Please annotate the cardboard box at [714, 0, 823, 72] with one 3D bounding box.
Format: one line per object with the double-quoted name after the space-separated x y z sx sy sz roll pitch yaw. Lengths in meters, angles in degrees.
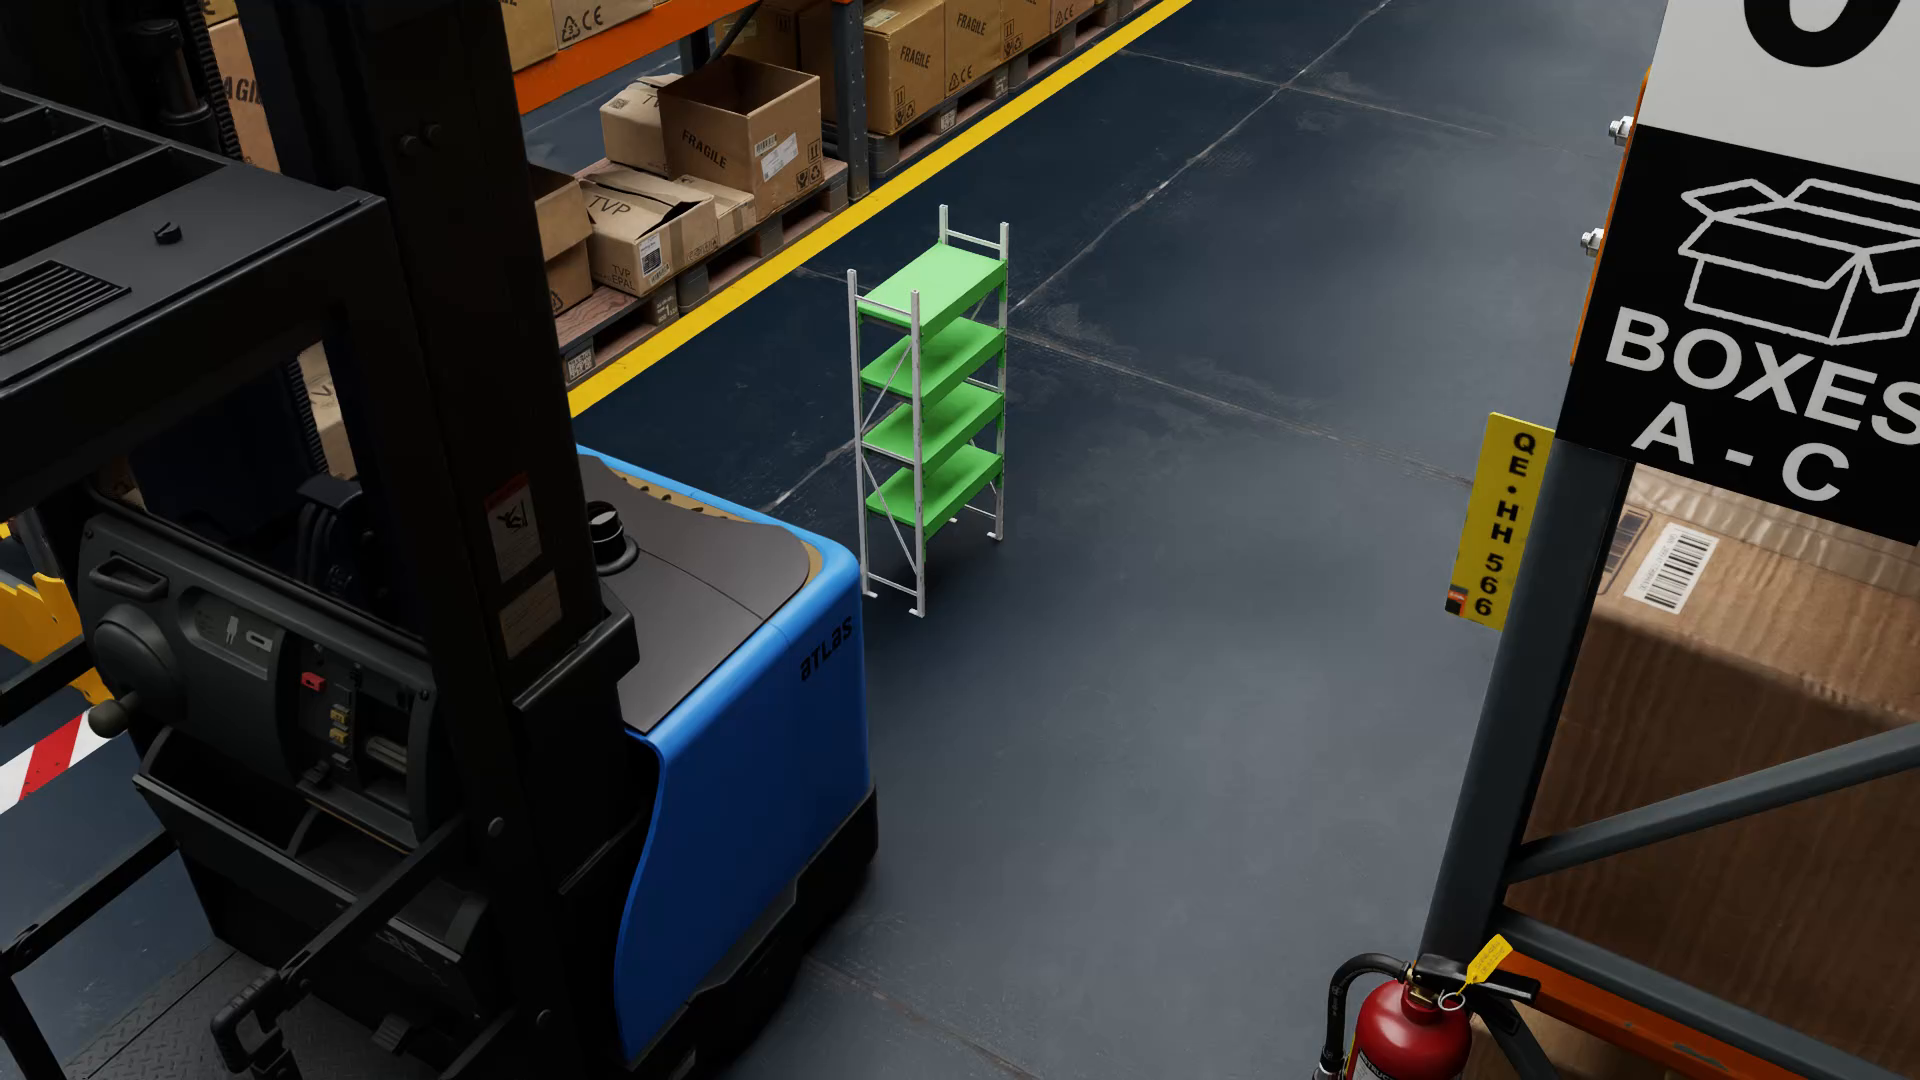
-0.858 -2.492 8.212 0.500 0.500 0.500 21 42 25 "cardboard box"

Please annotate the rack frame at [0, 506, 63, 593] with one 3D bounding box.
-3.024 -0.897 4.457 1.000 3.000 0.127 21 42 25 "rack frame"

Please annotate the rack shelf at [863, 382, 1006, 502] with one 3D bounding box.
-0.089 -0.339 5.312 0.258 0.148 0.480 21 42 25 "rack shelf"

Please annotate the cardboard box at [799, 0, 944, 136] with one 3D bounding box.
-0.416 -2.313 7.981 0.500 0.500 0.500 19 42 23 "cardboard box"

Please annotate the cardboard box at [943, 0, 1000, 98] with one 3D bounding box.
-0.139 -2.592 8.342 0.500 0.500 0.500 22 43 26 "cardboard box"

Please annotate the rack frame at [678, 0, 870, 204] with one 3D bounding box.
-0.881 -2.959 7.132 1.000 3.000 0.127 21 42 25 "rack frame"

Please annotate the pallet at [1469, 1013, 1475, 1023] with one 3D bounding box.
1.523 1.388 3.777 1.003 0.211 1.213 21 42 25 "pallet"

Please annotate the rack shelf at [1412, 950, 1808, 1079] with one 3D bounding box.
2.233 -0.025 3.915 1.077 0.370 4.000 21 42 25 "rack shelf"

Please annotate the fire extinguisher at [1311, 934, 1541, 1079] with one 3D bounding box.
0.691 0.826 2.590 0.296 0.674 0.183 21 42 25 "fire extinguisher"

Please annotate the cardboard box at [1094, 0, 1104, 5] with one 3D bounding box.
0.682 -3.380 9.365 0.500 0.500 0.500 20 42 24 "cardboard box"

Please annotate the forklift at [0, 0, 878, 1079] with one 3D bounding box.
-1.410 0.335 2.915 1.130 2.935 3.031 20 42 24 "forklift"

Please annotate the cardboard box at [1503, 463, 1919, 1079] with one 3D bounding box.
1.426 0.336 2.611 0.980 0.700 0.700 23 43 27 "cardboard box"

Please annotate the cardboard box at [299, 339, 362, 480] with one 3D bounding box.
-2.225 -0.428 5.740 0.500 0.250 0.500 21 42 25 "cardboard box"

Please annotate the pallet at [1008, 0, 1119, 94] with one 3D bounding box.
0.176 -2.918 9.362 1.003 0.211 1.213 21 42 25 "pallet"

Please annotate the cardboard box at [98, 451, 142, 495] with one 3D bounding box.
-2.940 -0.442 5.554 0.500 0.500 0.500 21 42 25 "cardboard box"

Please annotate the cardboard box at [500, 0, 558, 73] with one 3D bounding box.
-1.751 -1.862 5.627 0.500 0.500 0.500 22 43 26 "cardboard box"

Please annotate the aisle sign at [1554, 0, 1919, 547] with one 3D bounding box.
0.869 -0.369 1.643 0.394 0.787 0.004 21 42 25 "aisle sign"

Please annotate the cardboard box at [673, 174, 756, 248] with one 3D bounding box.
-1.097 -1.405 7.090 0.380 0.149 0.250 21 42 25 "cardboard box"

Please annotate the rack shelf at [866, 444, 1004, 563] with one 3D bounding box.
-0.089 -0.149 5.459 0.258 0.148 0.480 21 42 25 "rack shelf"

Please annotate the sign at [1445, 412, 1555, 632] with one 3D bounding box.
0.710 -0.016 2.171 0.100 0.325 0.005 21 42 25 "sign"

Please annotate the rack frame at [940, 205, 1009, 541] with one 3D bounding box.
0.042 -0.516 5.436 0.240 1.200 0.015 21 42 25 "rack frame"

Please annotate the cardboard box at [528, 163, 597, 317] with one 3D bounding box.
-1.883 -1.175 6.501 0.797 0.503 0.637 21 42 25 "cardboard box"

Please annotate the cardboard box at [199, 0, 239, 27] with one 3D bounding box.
-2.290 -1.747 4.659 0.500 0.500 0.500 22 43 26 "cardboard box"

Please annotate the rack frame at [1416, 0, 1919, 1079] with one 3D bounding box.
1.158 0.720 2.359 0.949 2.616 0.053 21 42 25 "rack frame"

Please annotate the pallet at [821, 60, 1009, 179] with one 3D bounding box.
-0.477 -2.287 8.543 1.003 0.211 1.213 21 42 25 "pallet"

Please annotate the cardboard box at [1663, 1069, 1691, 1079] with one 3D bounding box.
1.554 1.024 3.137 0.380 0.149 0.250 21 43 25 "cardboard box"

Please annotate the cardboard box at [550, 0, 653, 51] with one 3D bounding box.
-1.480 -2.125 5.968 0.500 0.500 0.500 22 43 26 "cardboard box"

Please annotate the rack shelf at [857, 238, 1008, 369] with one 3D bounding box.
-0.089 -0.719 5.019 0.258 0.148 0.480 21 42 25 "rack shelf"

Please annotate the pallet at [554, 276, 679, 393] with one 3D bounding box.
-1.902 -0.870 6.705 1.003 0.211 1.213 21 42 25 "pallet"

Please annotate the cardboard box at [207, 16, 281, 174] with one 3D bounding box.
-2.291 -1.347 4.959 0.500 0.500 0.500 21 42 25 "cardboard box"

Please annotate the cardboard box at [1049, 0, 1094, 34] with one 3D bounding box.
0.406 -3.107 9.011 0.500 0.500 0.500 20 42 23 "cardboard box"

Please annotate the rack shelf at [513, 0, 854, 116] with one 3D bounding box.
-1.952 -1.643 6.014 1.077 0.370 4.000 21 42 25 "rack shelf"

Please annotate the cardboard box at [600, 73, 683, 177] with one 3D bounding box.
-1.288 -1.923 7.630 0.500 0.311 0.500 21 42 25 "cardboard box"

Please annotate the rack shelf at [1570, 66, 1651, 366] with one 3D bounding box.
2.233 -1.213 2.999 1.077 0.370 4.000 21 42 25 "rack shelf"

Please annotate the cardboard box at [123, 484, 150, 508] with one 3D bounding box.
-2.509 -0.046 5.327 0.380 0.149 0.250 21 42 25 "cardboard box"

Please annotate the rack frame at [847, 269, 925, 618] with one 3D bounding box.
-0.219 -0.264 5.110 0.240 1.200 0.015 21 42 25 "rack frame"

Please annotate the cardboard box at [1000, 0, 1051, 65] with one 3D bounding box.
0.135 -2.847 8.673 0.500 0.500 0.500 22 43 26 "cardboard box"

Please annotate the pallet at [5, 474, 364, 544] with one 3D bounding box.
-2.557 -0.243 5.893 1.003 0.211 1.213 21 42 25 "pallet"

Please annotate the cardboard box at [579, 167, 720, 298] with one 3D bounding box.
-1.348 -1.296 6.816 0.500 0.311 0.500 21 42 25 "cardboard box"

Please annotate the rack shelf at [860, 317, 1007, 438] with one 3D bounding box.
-0.089 -0.529 5.165 0.258 0.148 0.480 21 42 25 "rack shelf"

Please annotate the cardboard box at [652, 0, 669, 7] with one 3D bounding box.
-1.207 -2.391 6.313 0.500 0.500 0.500 22 43 26 "cardboard box"

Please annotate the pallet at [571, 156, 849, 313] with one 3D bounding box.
-1.249 -1.501 7.525 1.003 0.211 1.213 21 42 25 "pallet"

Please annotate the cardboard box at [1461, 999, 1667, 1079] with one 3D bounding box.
1.452 1.151 3.503 0.700 0.500 0.500 21 42 25 "cardboard box"

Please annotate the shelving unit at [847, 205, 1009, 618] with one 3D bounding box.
-0.089 -0.390 5.273 0.258 1.200 0.503 21 42 25 "shelving unit"

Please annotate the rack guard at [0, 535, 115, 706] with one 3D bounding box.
-2.983 0.054 5.271 1.175 0.500 0.348 21 42 25 "rack guard"

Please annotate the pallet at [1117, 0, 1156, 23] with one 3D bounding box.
0.831 -3.544 10.175 1.003 0.211 1.213 21 42 25 "pallet"

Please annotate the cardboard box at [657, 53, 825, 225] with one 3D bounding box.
-0.946 -1.757 7.259 0.500 0.500 0.500 21 42 25 "cardboard box"
